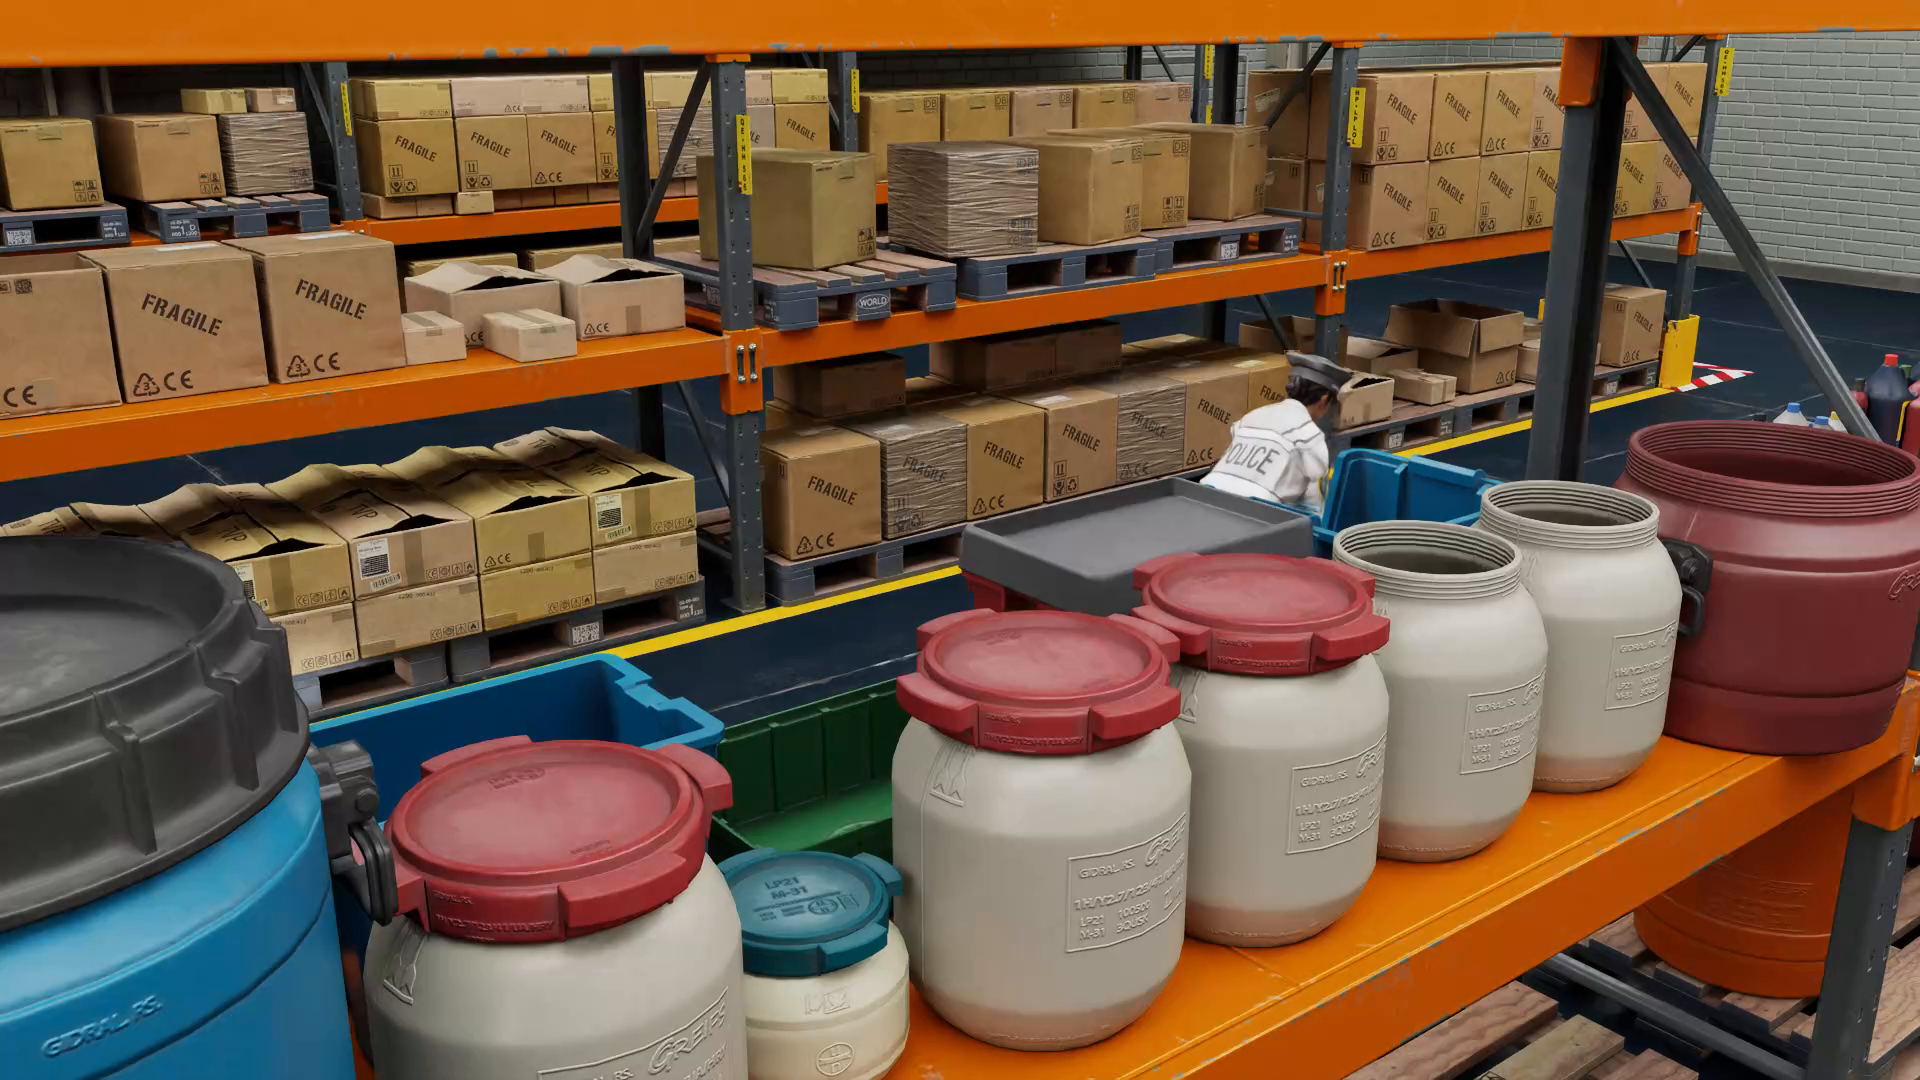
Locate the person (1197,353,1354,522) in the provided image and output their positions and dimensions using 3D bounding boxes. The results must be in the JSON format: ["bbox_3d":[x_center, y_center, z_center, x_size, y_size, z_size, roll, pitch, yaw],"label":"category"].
[{"bbox_3d":[1.134,0.061,6.186,0.749,1.474,0.415,-14,23,-37],"label":"person"}]
